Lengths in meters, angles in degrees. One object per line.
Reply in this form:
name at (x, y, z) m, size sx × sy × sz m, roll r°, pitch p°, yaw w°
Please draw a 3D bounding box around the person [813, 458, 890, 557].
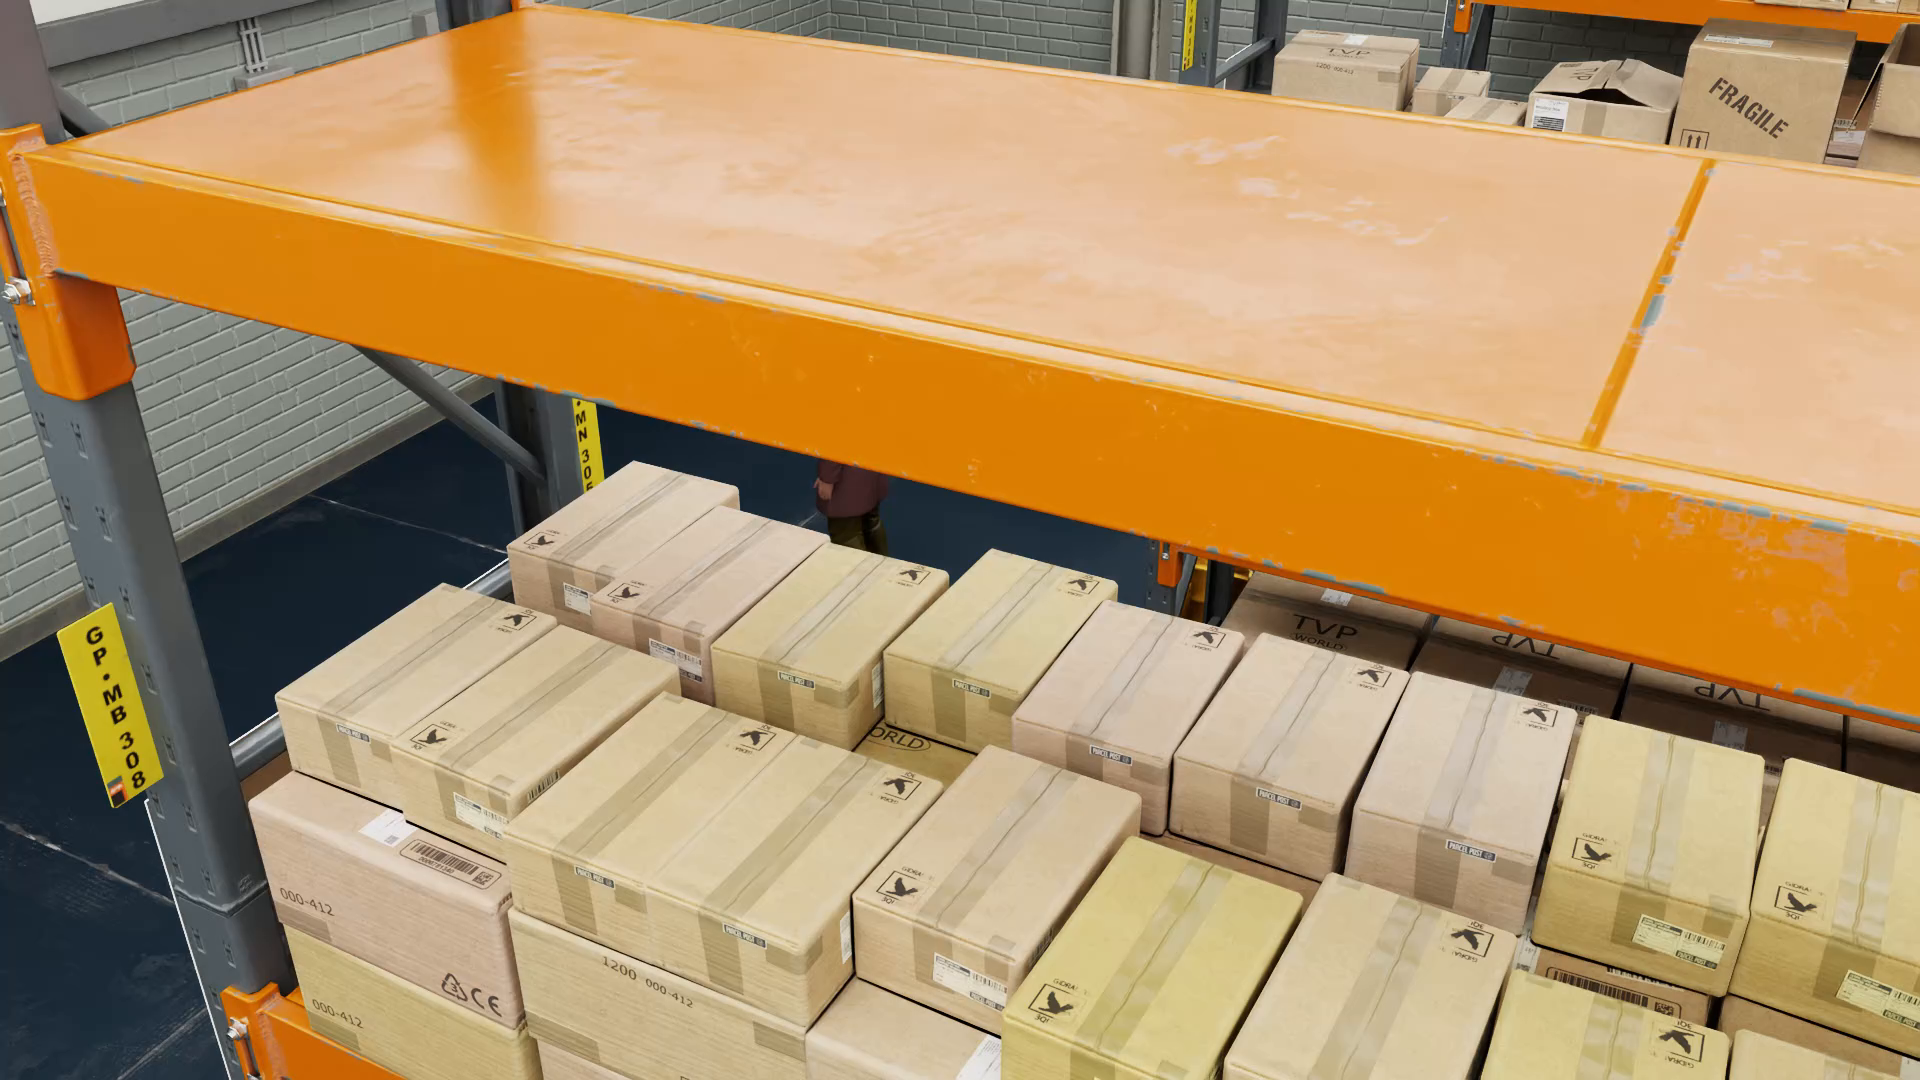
person at (-0.573, -0.387, 8.860) m, size 0.413 × 1.809 × 0.560 m, roll 15°, pitch 33°, yaw 24°
